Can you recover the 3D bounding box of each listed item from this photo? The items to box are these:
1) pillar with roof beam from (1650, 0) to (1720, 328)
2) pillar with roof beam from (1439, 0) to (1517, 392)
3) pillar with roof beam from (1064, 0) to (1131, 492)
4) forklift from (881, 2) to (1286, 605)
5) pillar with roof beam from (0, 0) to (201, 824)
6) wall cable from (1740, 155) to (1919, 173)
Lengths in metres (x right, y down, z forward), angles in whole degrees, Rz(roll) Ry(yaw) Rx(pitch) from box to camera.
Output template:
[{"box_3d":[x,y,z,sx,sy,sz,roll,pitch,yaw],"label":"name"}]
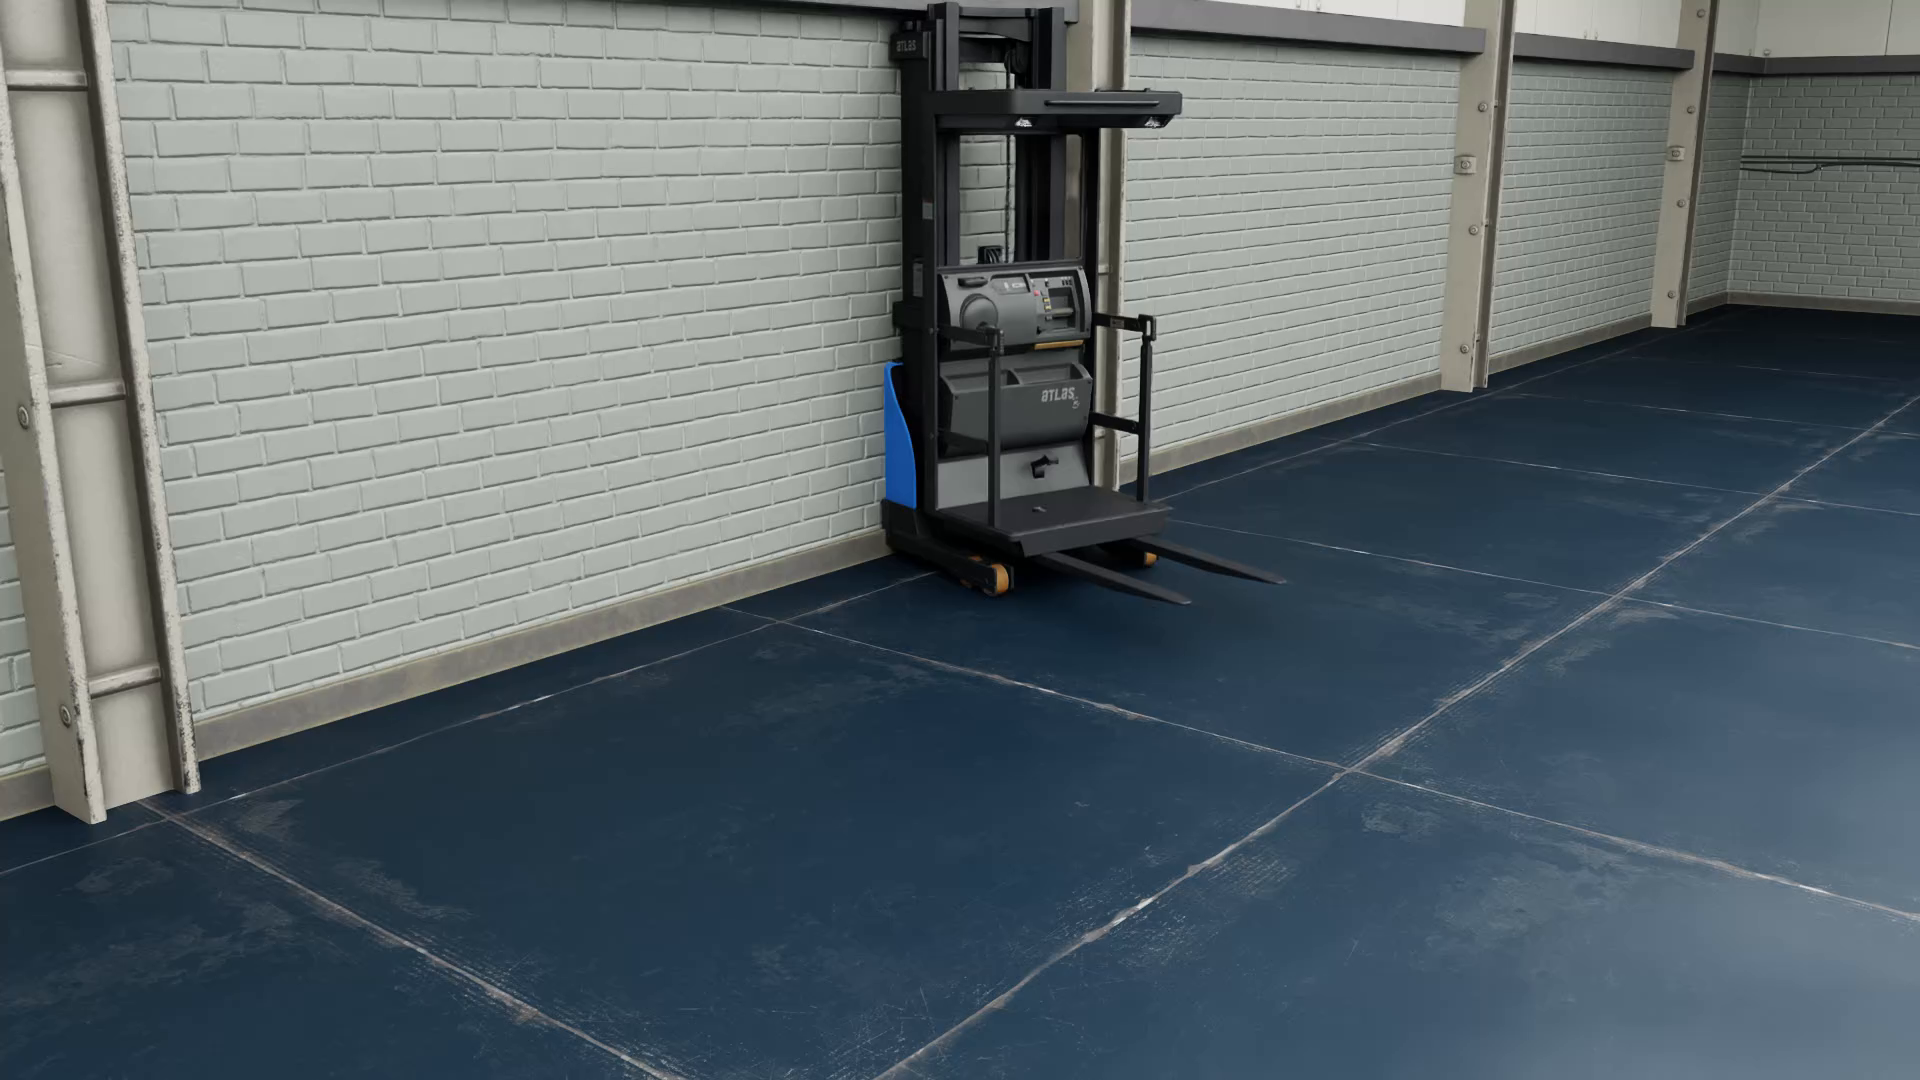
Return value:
[{"box_3d":[11.661,-6.220,15.831,9.100,9.000,0.400,11,18,38],"label":"pillar with roof beam"},{"box_3d":[7.890,-5.071,11.307,9.100,9.000,0.400,11,18,38],"label":"pillar with roof beam"},{"box_3d":[4.119,-3.922,6.784,9.100,9.000,0.400,11,18,38],"label":"pillar with roof beam"},{"box_3d":[0.428,-1.268,8.660,1.130,2.935,3.031,-10,17,-33],"label":"forklift"},{"box_3d":[0.348,-2.773,2.261,9.100,9.000,0.400,11,18,38],"label":"pillar with roof beam"},{"box_3d":[11.193,-5.741,20.251,3.097,2.526,0.112,11,18,38],"label":"wall cable"}]
